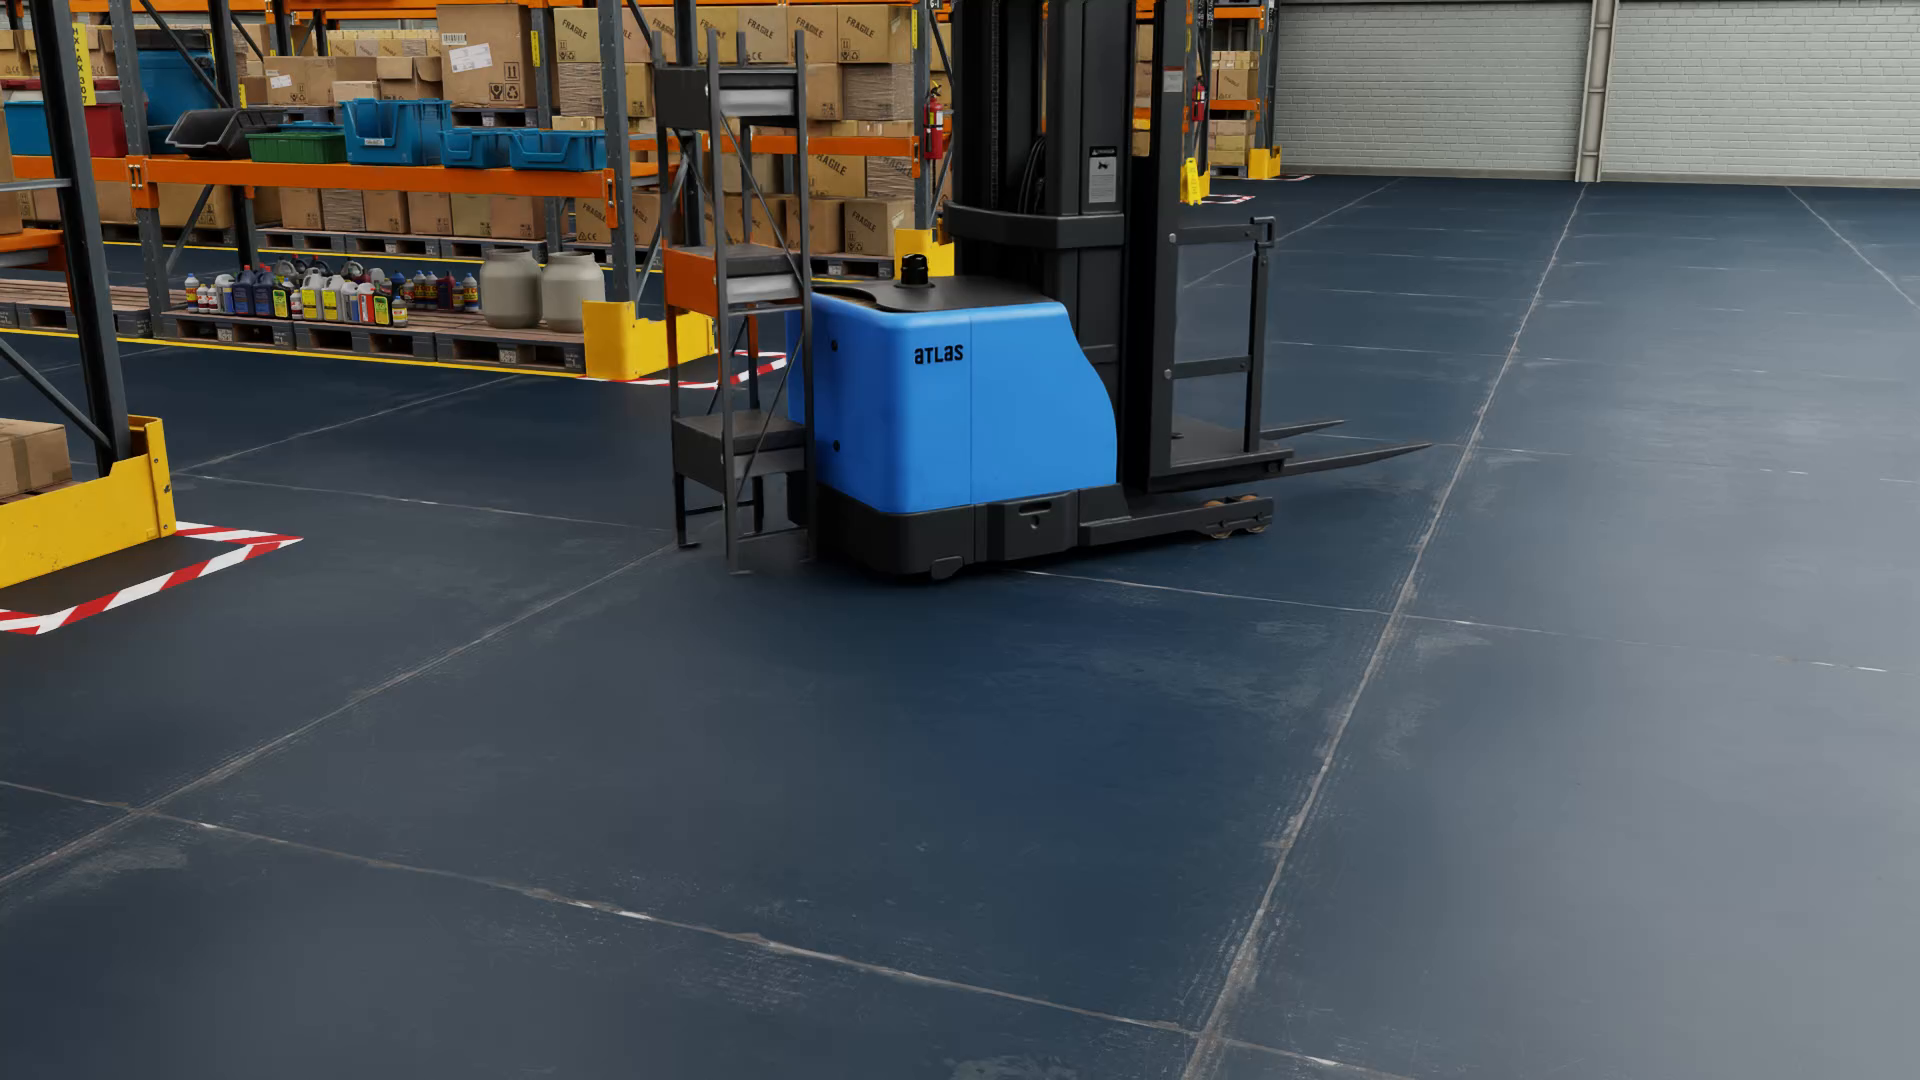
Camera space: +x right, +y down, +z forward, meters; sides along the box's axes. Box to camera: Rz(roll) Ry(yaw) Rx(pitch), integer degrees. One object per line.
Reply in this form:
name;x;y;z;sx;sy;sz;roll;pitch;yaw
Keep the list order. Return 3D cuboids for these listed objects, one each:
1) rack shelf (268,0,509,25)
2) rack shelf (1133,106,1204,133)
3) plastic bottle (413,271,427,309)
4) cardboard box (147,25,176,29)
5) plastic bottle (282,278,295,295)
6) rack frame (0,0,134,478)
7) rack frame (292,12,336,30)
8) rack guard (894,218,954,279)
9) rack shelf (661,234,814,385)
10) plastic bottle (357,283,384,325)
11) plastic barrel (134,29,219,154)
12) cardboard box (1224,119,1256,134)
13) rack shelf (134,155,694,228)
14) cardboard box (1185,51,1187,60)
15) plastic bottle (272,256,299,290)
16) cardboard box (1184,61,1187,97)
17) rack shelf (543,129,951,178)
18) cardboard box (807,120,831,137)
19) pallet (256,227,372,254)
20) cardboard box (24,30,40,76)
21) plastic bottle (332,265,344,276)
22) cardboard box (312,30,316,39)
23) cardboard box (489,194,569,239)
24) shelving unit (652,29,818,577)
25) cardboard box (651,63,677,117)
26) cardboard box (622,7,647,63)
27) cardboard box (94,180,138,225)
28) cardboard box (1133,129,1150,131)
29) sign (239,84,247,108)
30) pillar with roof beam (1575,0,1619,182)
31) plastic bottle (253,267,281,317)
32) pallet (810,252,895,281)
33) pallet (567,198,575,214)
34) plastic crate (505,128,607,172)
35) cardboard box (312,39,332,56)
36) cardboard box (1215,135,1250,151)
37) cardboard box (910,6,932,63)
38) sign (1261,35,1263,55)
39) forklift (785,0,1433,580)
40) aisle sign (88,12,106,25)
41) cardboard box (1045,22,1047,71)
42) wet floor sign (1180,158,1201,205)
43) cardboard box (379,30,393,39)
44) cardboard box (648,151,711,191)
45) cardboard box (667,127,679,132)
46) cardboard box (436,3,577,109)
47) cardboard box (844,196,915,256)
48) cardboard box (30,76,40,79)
rack shelf;-7.564;-7.314;22.898;4.000;0.370;1.077;6;17;21
rack shelf;1.600;-6.349;24.955;4.000;0.370;1.077;6;17;21
plastic bottle;-3.977;-1.848;12.264;0.097;0.271;0.097;0;16;0
cardboard box;-11.402;-7.229;24.188;0.500;0.500;0.500;6;17;19
plastic bottle;-4.789;-1.731;11.860;0.097;0.271;0.097;0;16;0
rack frame;-3.814;-1.351;6.448;0.127;3.000;1.000;6;17;21
rack frame;-11.423;-8.127;29.788;0.127;3.000;1.000;6;17;21
rack guard;-0.246;-2.727;15.672;0.348;0.500;1.175;6;17;21
rack shelf;-0.895;-0.936;6.681;0.431;0.518;0.480;-11;19;-33
plastic bottle;-4.086;-1.646;11.559;0.135;0.276;0.152;6;17;21
plastic barrel;-5.962;-3.404;12.618;0.708;0.901;0.600;6;17;21
cardboard box;4.901;-7.238;29.109;0.500;0.250;0.500;6;17;20
rack shelf;-3.853;-2.495;11.677;4.000;0.370;1.077;6;17;21
cardboard box;3.887;-8.342;28.652;0.250;0.149;0.380;7;18;22
plastic bottle;-5.062;-1.955;12.491;0.185;0.351;0.144;6;17;21
cardboard box;3.122;-6.802;24.509;0.500;0.500;0.500;6;17;20
rack shelf;-2.036;-3.779;16.101;4.000;0.370;1.077;6;17;21
cardboard box;-1.227;-3.843;15.480;0.250;0.149;0.380;6;17;21
pallet;-6.891;-3.319;18.228;1.213;0.211;1.003;6;17;21
cardboard box;-10.107;-5.541;18.901;0.637;0.503;0.797;6;17;21
plastic bottle;-4.663;-1.935;12.541;0.133;0.283;0.061;8;18;24
cardboard box;-11.195;-8.859;29.171;0.250;0.149;0.380;7;17;22
cardboard box;-4.460;-3.408;17.229;0.500;0.500;0.700;5;17;16
shelving unit;-0.895;-0.949;6.677;0.431;2.100;0.503;-11;19;-33
cardboard box;-2.546;-4.373;16.143;0.500;0.500;0.875;6;17;21
cardboard box;-3.105;-4.838;15.951;0.500;0.500;0.500;6;17;21
cardboard box;-9.078;-4.089;18.936;0.875;0.875;1.225;6;17;21
cardboard box;2.790;-5.888;24.909;0.500;0.500;0.500;6;17;19
sign;-5.502;-3.319;12.730;0.005;0.325;0.100;6;17;21
pillar with roof beam;8.964;-9.234;22.839;0.400;9.000;9.100;6;17;21
plastic bottle;-4.939;-1.774;11.867;0.185;0.351;0.144;6;17;18
pallet;-0.989;-2.681;16.030;1.213;0.211;1.003;6;17;21
pallet;-4.998;-4.575;22.555;1.213;0.211;1.003;6;17;21
plastic crate;-2.568;-2.538;10.801;0.616;0.251;0.499;6;17;21
cardboard box;-11.081;-8.532;29.211;0.500;0.500;0.500;6;17;19
cardboard box;4.711;-6.868;28.733;0.500;0.250;0.500;6;17;20
cardboard box;-0.587;-4.718;15.539;0.500;0.500;0.500;6;17;21
sign;5.067;-8.308;27.911;0.005;0.325;0.100;6;17;21
forklift;0.788;-1.527;7.178;3.031;2.935;1.130;-9;18;-28
aisle sign;-13.103;-8.167;25.261;0.004;0.787;0.394;6;17;21
cardboard box;1.408;-5.835;19.686;0.550;0.550;0.875;6;17;21
wet floor sign;3.245;-5.063;23.455;0.232;0.644;0.267;14;21;40
cardboard box;-9.767;-8.689;28.587;0.250;0.149;0.380;6;17;19
cardboard box;-3.489;-4.866;21.838;0.750;0.750;1.050;6;17;21
cardboard box;-2.635;-3.987;15.978;0.250;0.149;0.380;6;17;21
cardboard box;-4.584;-4.937;16.969;1.000;1.000;1.000;6;17;21
cardboard box;-0.750;-2.990;15.821;0.500;0.500;0.500;10;19;31
cardboard box;-10.069;-4.981;18.772;0.500;0.500;0.500;6;17;19
